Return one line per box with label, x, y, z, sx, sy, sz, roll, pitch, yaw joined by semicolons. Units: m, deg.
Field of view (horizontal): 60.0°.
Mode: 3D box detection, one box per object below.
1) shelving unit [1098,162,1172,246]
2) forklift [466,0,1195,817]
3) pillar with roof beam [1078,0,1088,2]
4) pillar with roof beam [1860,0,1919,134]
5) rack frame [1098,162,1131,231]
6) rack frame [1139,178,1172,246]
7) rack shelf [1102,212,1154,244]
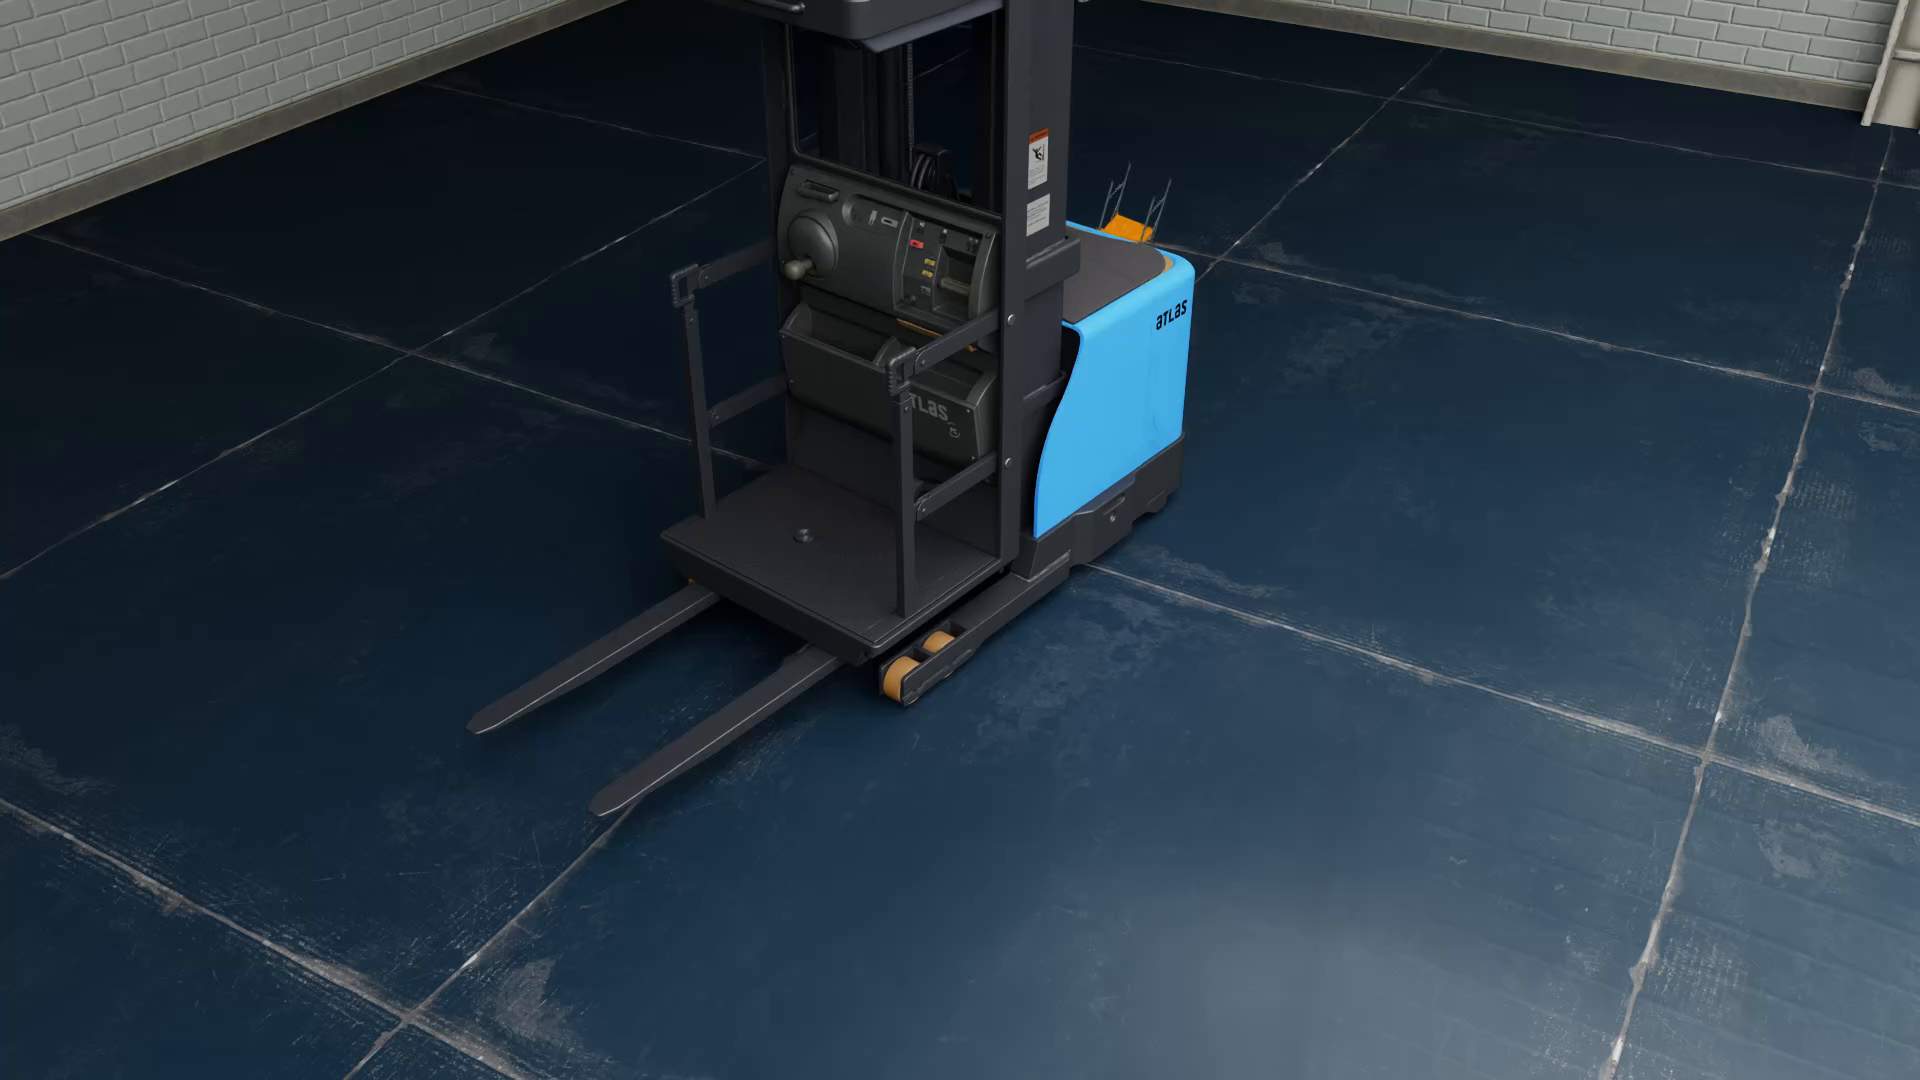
shelving unit;0.626;-1.014;7.175;0.189;1.200;0.258;24;38;12
forklift;-0.397;-0.954;5.538;1.130;2.935;3.031;25;41;32
pillar with roof beam;-1.250;-6.042;7.704;0.400;9.000;9.100;18;37;24
pillar with roof beam;3.959;-4.392;5.226;0.400;9.000;9.100;18;37;24
rack frame;0.544;-1.050;7.194;0.006;1.200;0.240;24;38;12
rack frame;0.707;-0.977;7.156;0.006;1.200;0.240;24;38;12
rack shelf;0.689;-1.256;6.983;0.180;0.103;0.258;24;38;12
